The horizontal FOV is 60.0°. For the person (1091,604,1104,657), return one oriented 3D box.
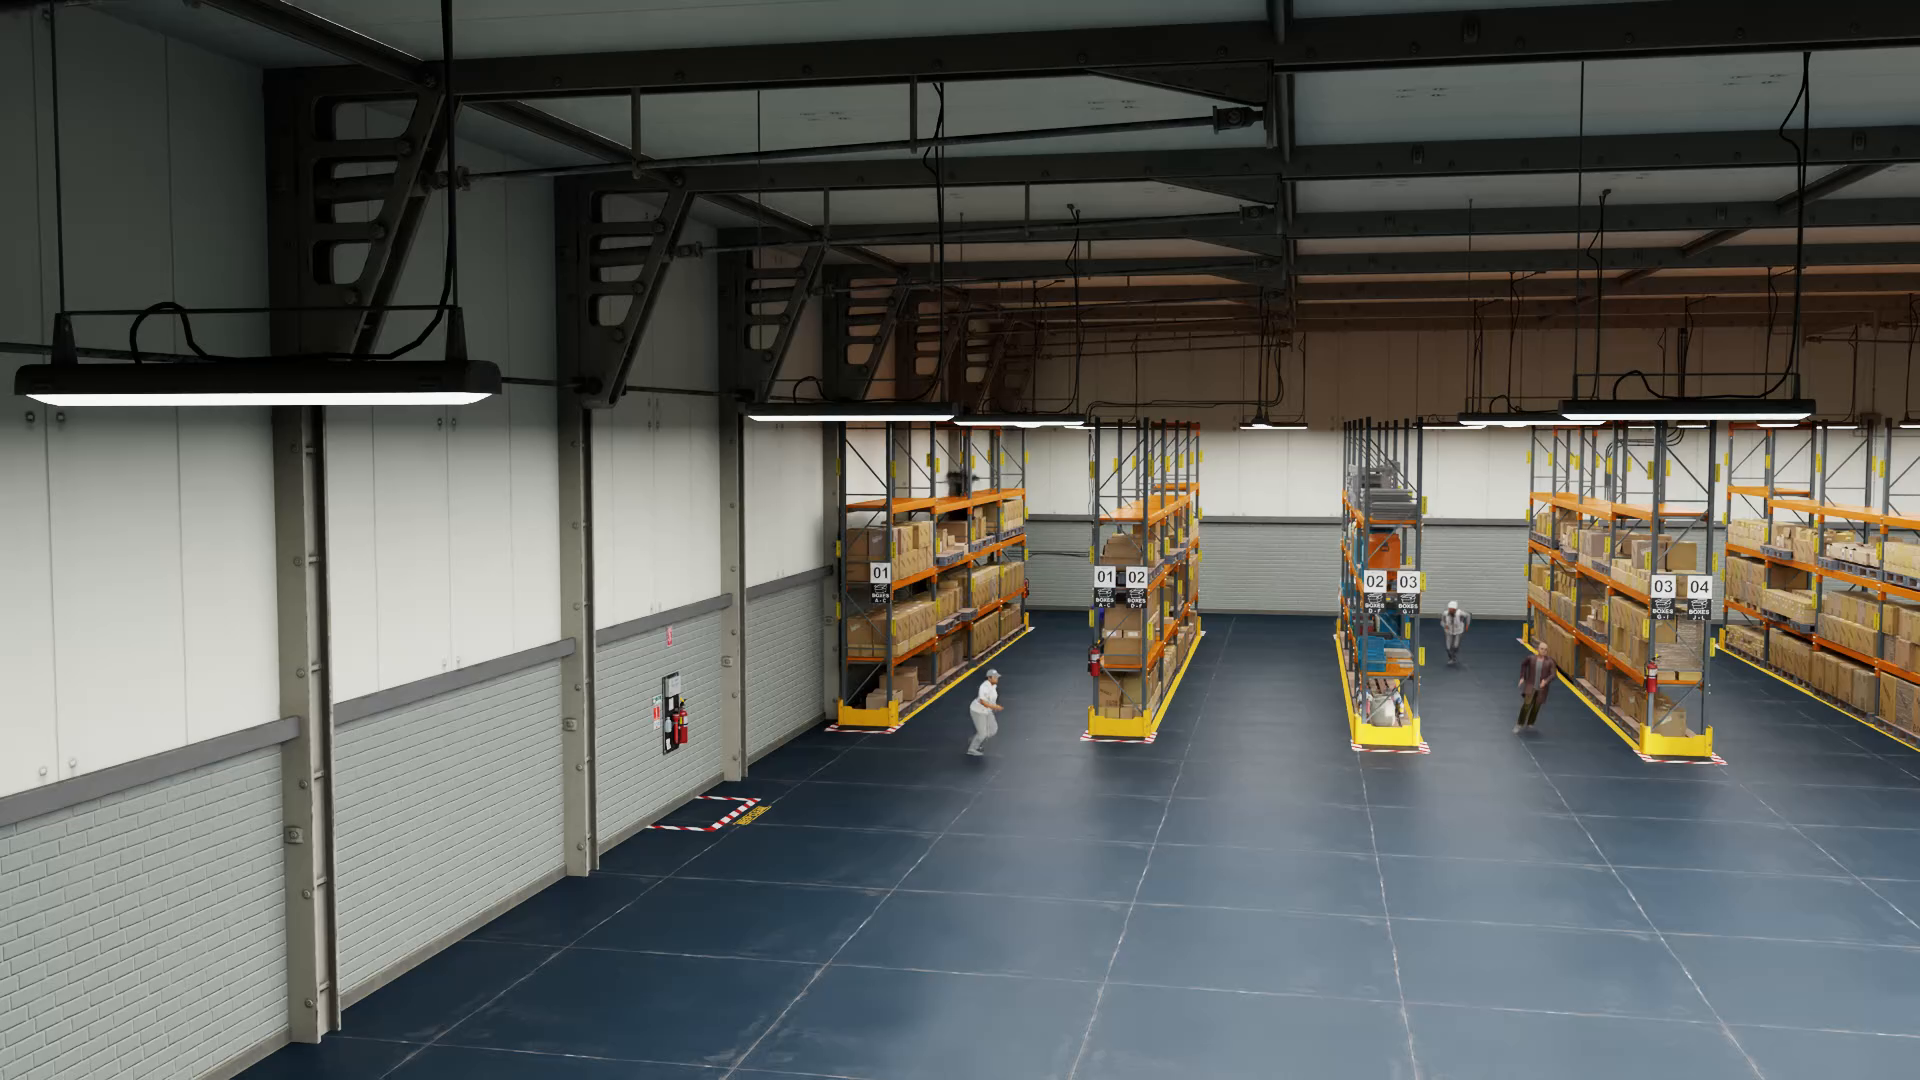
[{"bbox_3d":[3.535,2.195,41.837,0.560,1.689,0.729,1,4,10],"label":"person"}]

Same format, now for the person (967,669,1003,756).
[{"bbox_3d":[0.442,3.048,29.405,0.726,1.558,0.586,2,4,27],"label":"person"}]

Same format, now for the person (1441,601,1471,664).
[{"bbox_3d":[12.144,2.280,40.773,0.694,1.597,0.825,1,4,21],"label":"person"}]

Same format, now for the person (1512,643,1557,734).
[{"bbox_3d":[10.857,2.789,31.419,0.778,1.720,0.860,1,4,17],"label":"person"}]
